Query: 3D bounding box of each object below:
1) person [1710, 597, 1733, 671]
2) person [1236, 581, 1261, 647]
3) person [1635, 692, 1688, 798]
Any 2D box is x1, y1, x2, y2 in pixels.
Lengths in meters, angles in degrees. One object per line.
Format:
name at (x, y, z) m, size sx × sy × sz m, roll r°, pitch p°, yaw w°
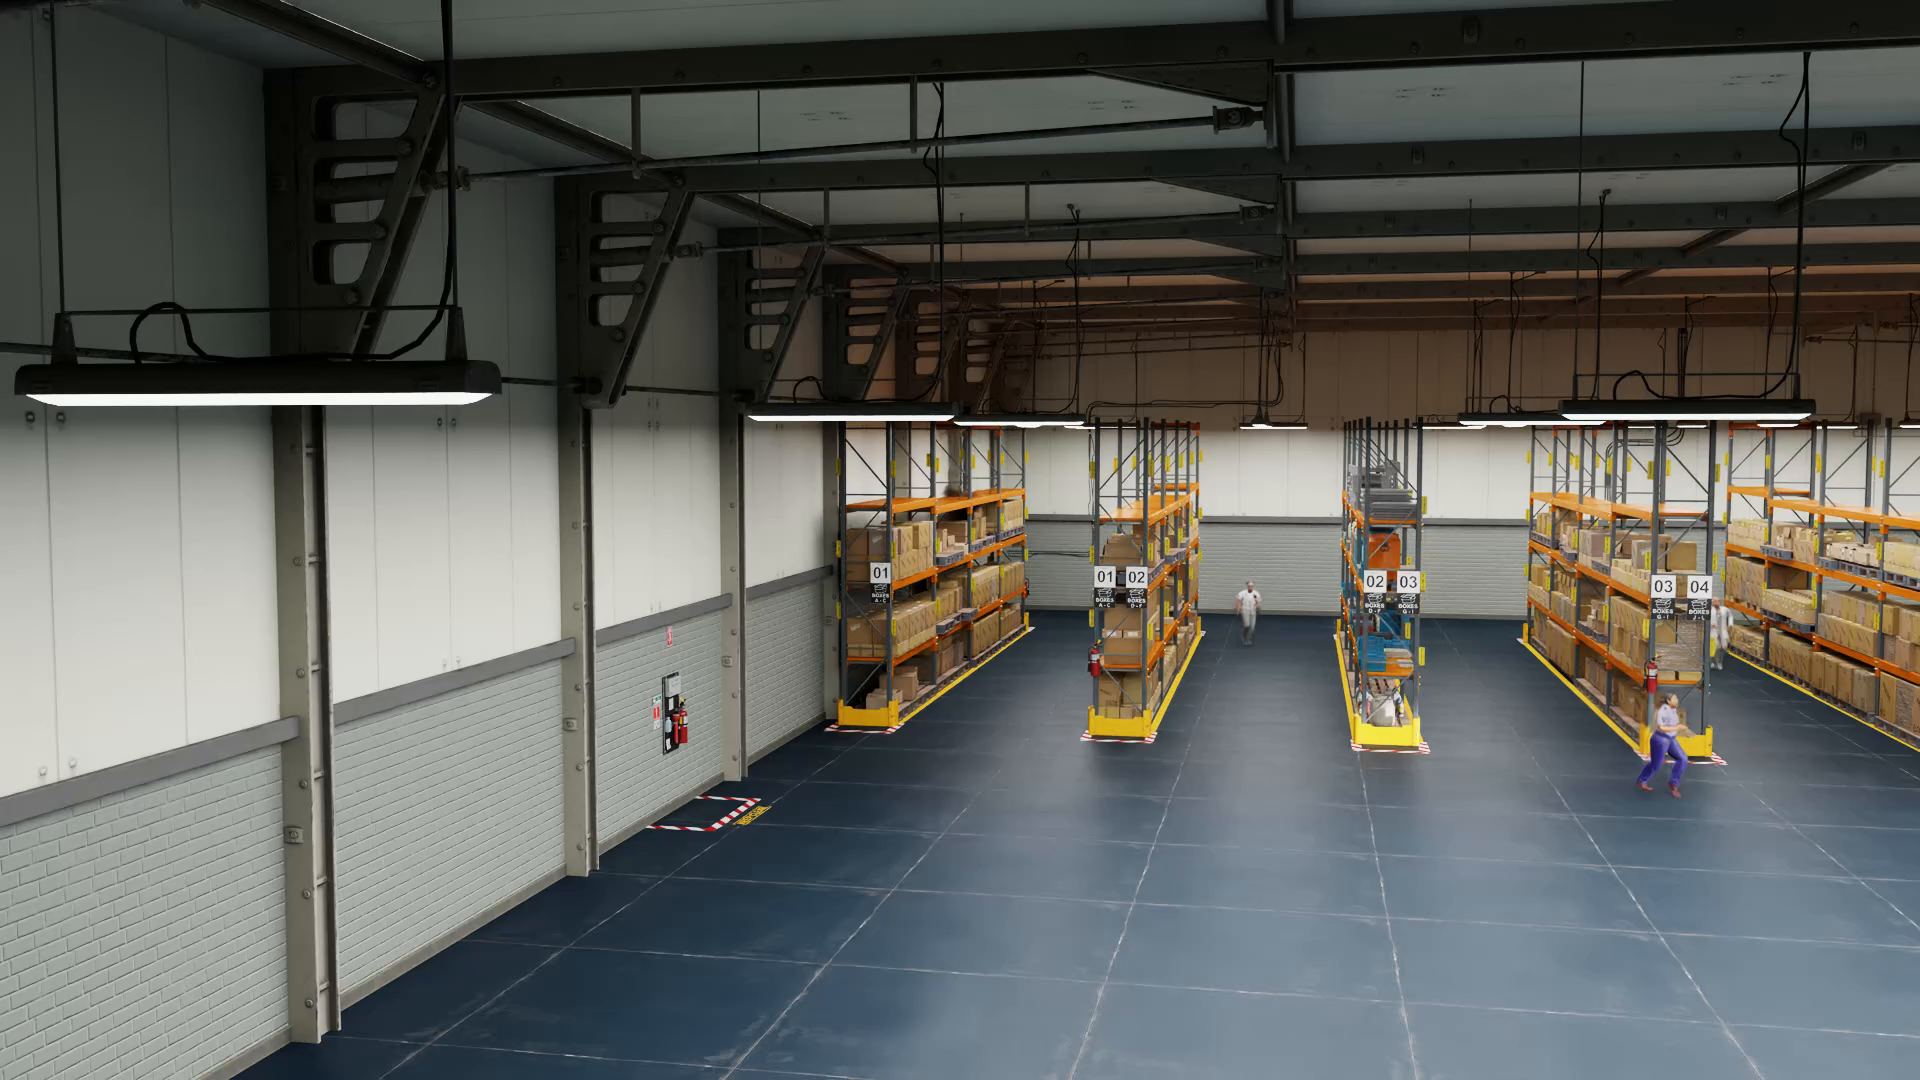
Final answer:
person at (18.259, 2.266, 40.062) m, size 0.714 × 1.751 × 0.743 m, roll 1°, pitch 4°, yaw 16°
person at (7.738, 1.967, 44.449) m, size 0.633 × 1.782 × 0.779 m, roll 0°, pitch 4°, yaw -4°
person at (11.062, 3.213, 26.192) m, size 0.627 × 1.676 × 0.820 m, roll -3°, pitch 5°, yaw -43°
